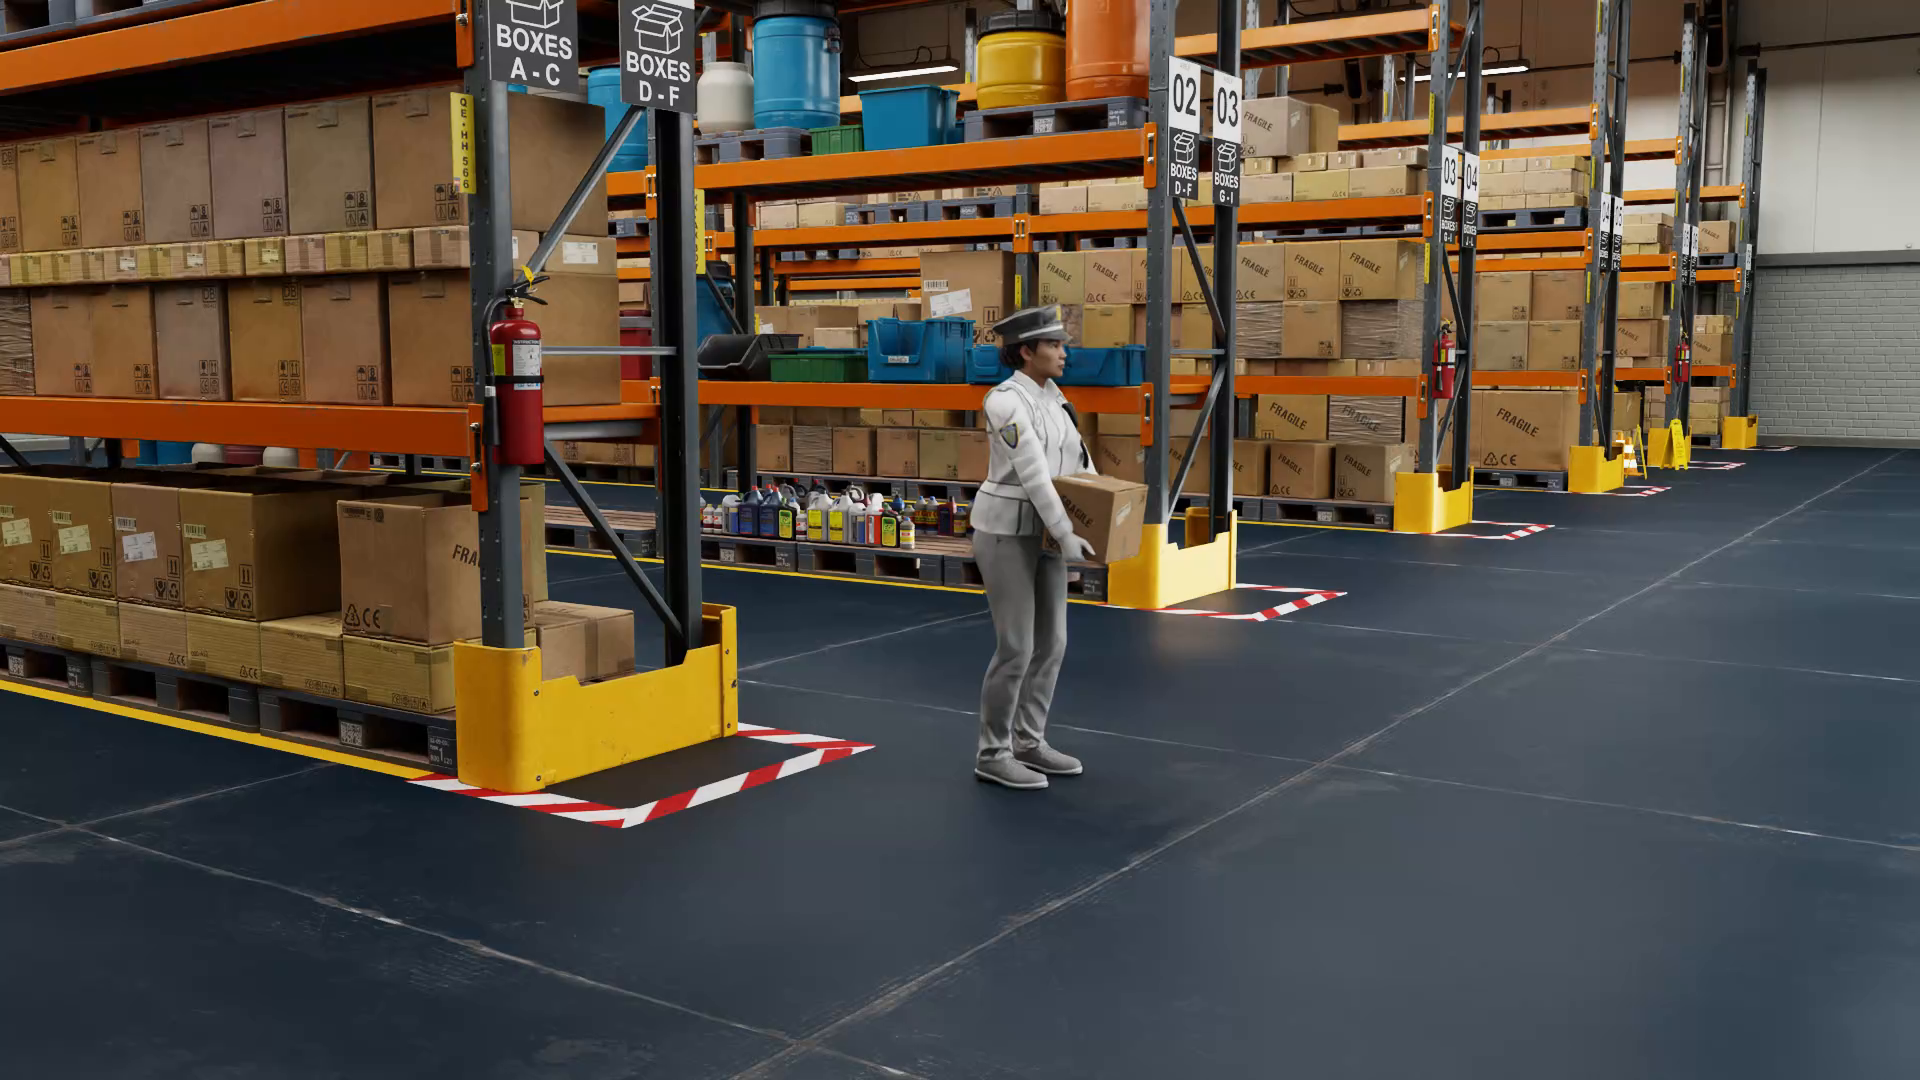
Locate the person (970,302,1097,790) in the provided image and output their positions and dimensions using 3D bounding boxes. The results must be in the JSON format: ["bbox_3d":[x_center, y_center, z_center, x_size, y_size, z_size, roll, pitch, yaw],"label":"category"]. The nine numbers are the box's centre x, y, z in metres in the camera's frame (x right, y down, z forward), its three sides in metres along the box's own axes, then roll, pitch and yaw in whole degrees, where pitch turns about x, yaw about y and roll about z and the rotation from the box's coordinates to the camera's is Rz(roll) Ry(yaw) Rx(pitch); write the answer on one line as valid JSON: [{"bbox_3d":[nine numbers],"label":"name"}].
[{"bbox_3d":[0.308,0.016,5.818,0.528,1.682,0.417,4,8,32],"label":"person"}]
